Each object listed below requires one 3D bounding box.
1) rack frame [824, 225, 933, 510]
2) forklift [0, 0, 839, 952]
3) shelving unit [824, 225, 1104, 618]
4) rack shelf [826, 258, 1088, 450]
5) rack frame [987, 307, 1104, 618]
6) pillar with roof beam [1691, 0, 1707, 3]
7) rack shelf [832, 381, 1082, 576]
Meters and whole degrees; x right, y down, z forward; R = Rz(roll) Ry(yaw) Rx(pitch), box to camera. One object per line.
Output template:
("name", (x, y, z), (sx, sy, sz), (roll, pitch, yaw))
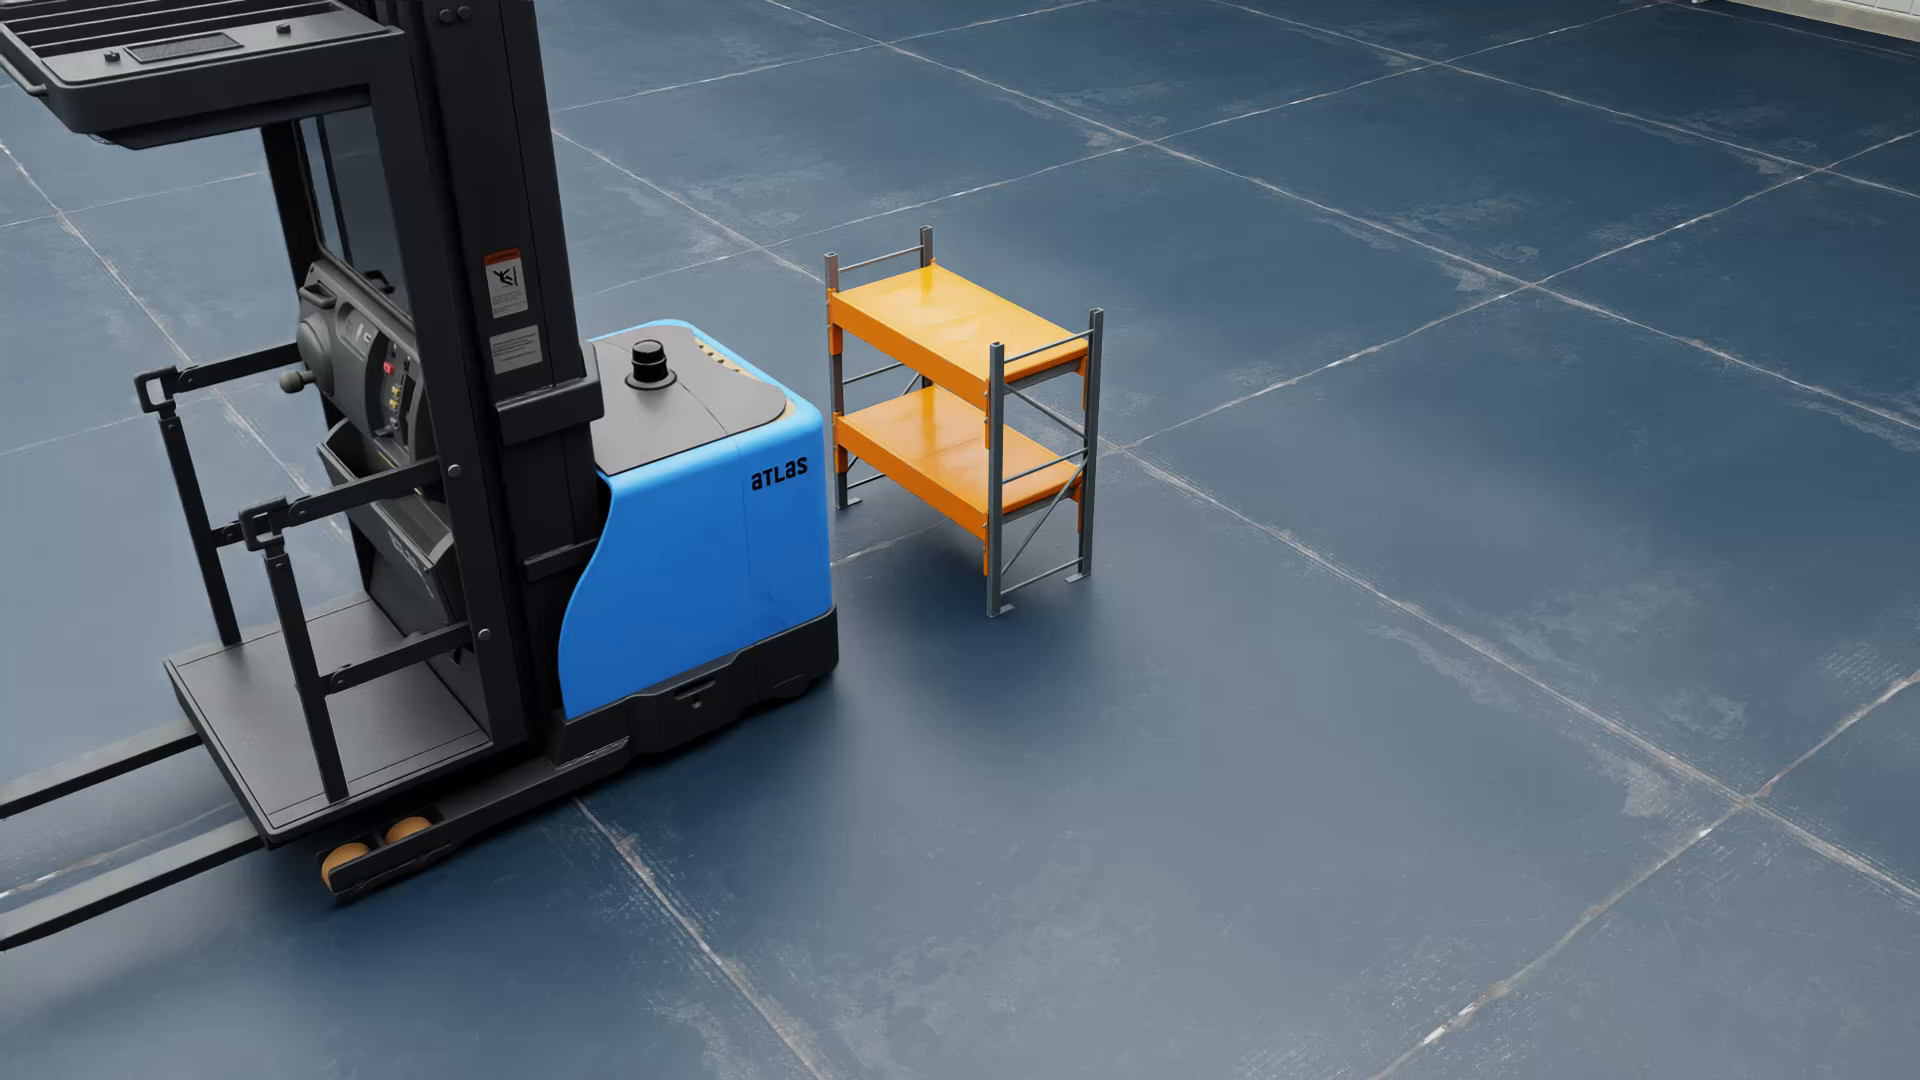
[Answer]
("rack frame", (-0.316, -0.693, 6.799), (0.500, 1.125, 0.032), (-22, 38, -31))
("forklift", (-1.909, -0.480, 4.745), (3.031, 2.935, 1.130), (-22, 38, -31))
("shelving unit", (-0.004, -0.481, 6.458), (0.538, 1.125, 1.048), (-22, 38, -31))
("rack shelf", (-0.004, -0.729, 6.303), (0.538, 0.278, 1.000), (-22, 38, -31))
("rack frame", (0.308, -0.269, 6.117), (0.500, 1.125, 0.032), (-22, 38, -31))
("pillar with roof beam", (2.832, -7.100, 9.653), (9.100, 9.000, 0.400), (-22, 38, -31))
("rack shelf", (-0.004, -0.273, 6.587), (0.538, 0.278, 1.000), (-22, 38, -31))
